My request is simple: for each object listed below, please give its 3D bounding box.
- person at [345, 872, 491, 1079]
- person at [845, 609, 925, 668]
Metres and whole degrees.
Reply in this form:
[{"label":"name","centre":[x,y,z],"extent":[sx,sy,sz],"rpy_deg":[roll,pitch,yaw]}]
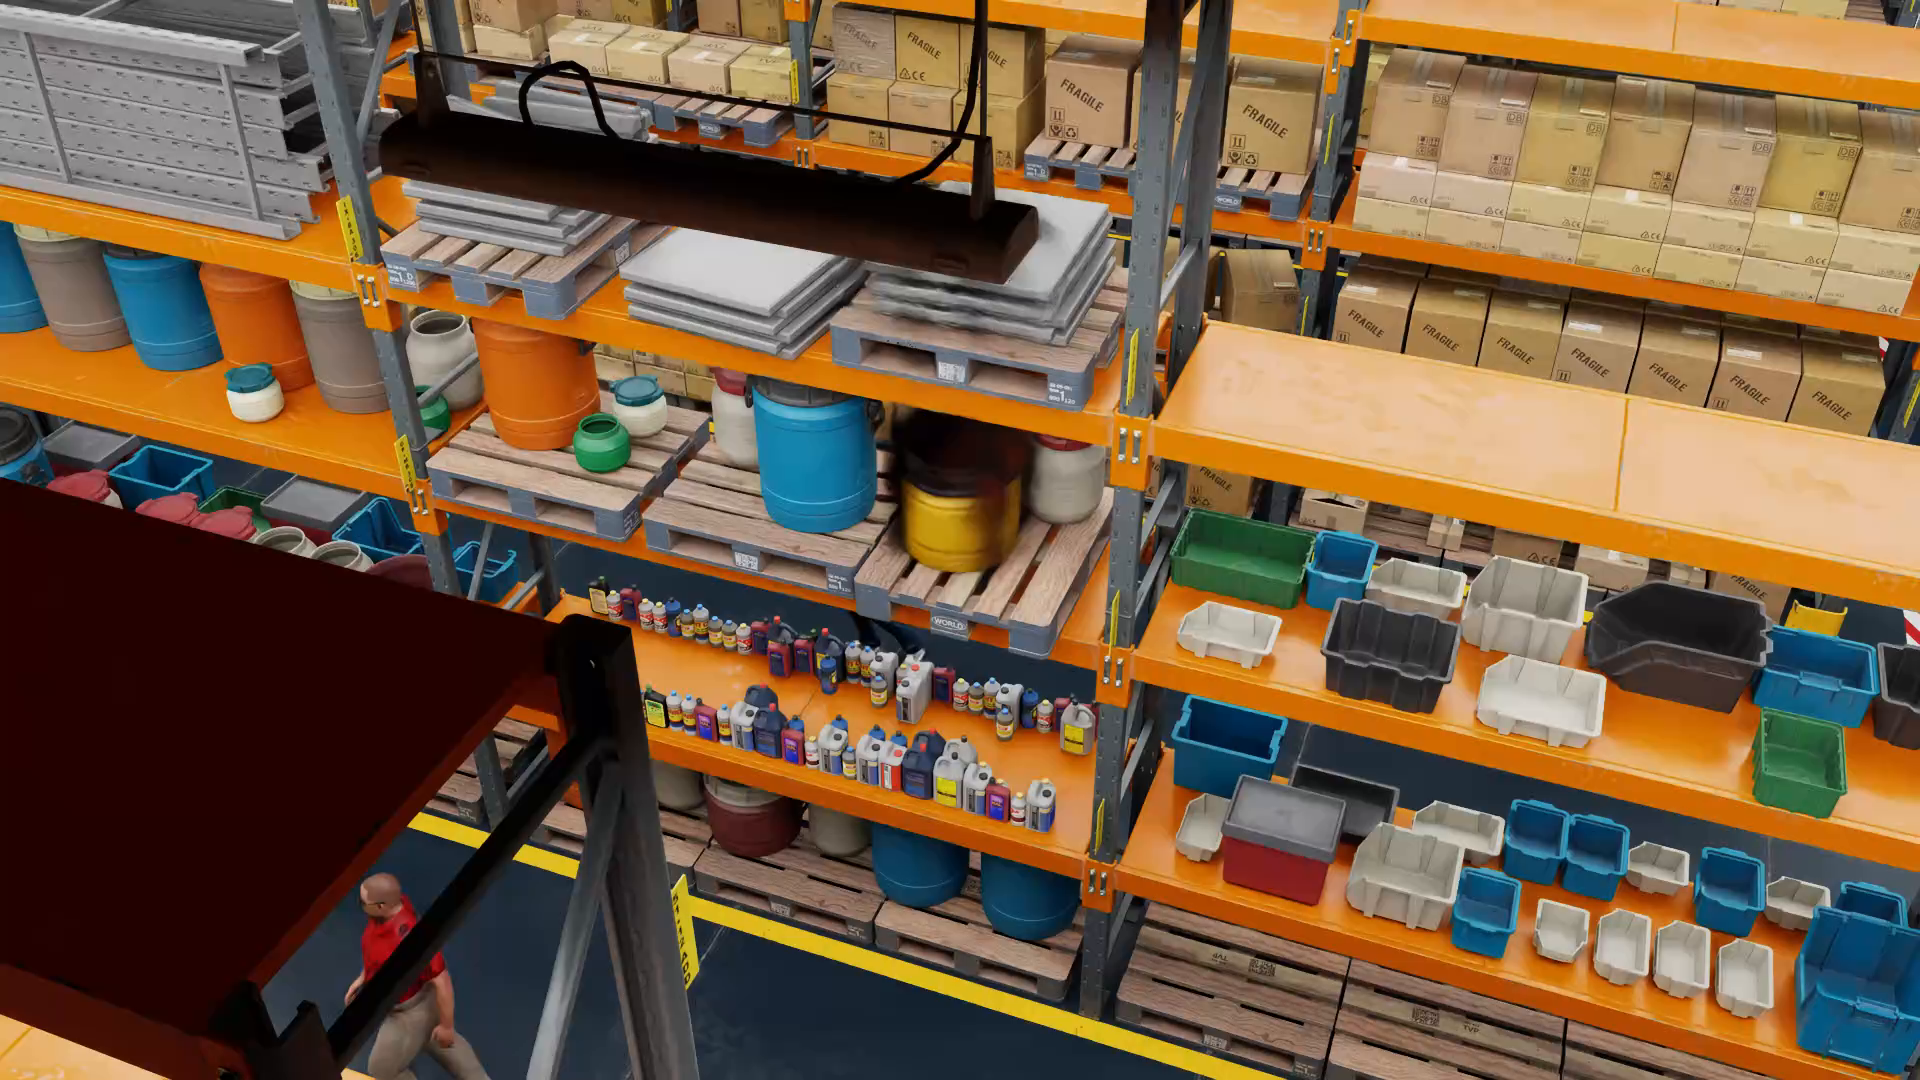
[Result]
[{"label":"person","centre":[-2.869,2.437,8.670],"extent":[0.640,1.744,0.707],"rpy_deg":[-10,38,-14]},{"label":"person","centre":[-0.665,0.240,11.806],"extent":[0.804,1.519,0.571],"rpy_deg":[-2,37,-3]}]
